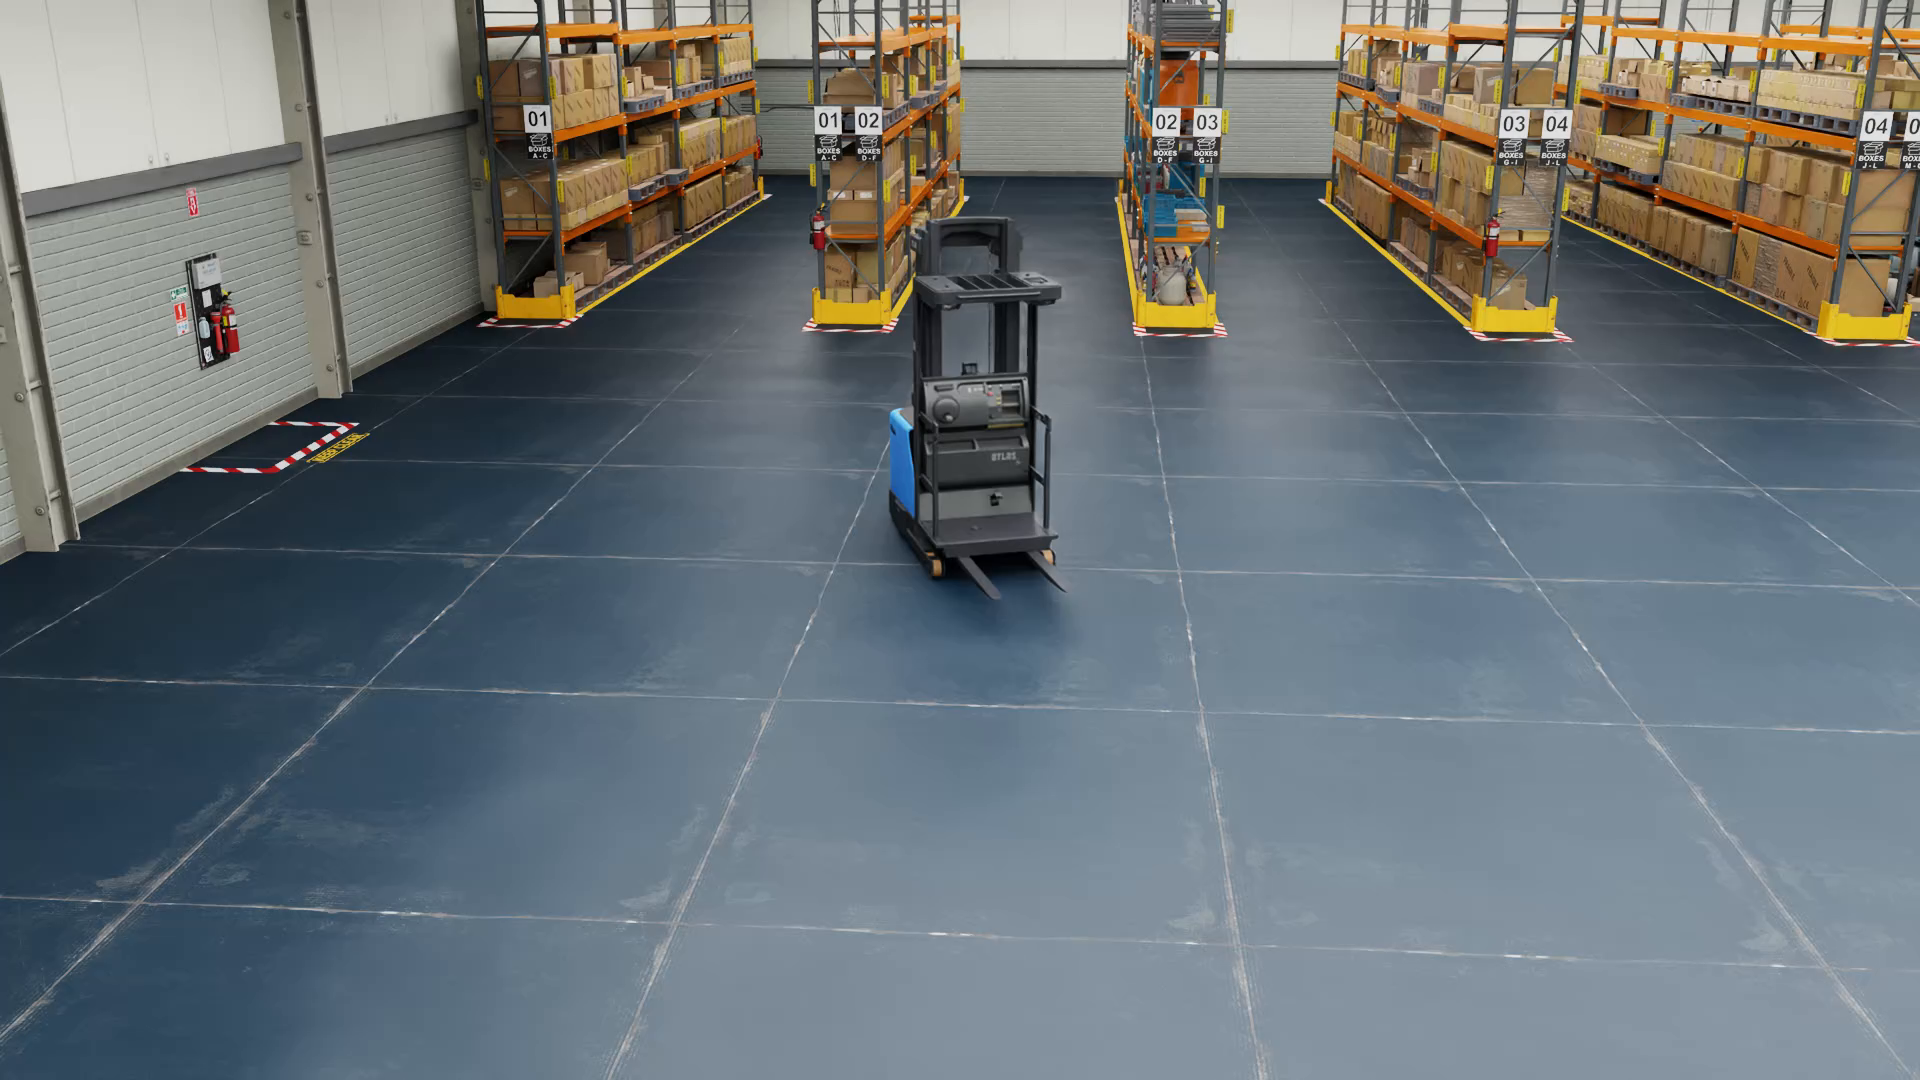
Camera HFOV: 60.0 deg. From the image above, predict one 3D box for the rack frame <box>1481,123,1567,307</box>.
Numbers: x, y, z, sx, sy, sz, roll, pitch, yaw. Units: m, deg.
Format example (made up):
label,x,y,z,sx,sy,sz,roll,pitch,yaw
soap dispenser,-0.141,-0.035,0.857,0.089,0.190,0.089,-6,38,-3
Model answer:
label,x,y,z,sx,sy,sz,roll,pitch,yaw
rack frame,8.236,-4.543,24.299,1.000,3.000,0.127,1,18,4

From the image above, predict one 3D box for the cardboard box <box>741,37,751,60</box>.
label,x,y,z,sx,sy,sz,roll,pitch,yaw
cardboard box,-5.219,-11.569,39.123,0.500,0.500,0.500,1,18,4

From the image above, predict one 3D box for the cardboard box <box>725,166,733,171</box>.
label,x,y,z,sx,sy,sz,roll,pitch,yaw
cardboard box,-5.615,-8.831,39.681,0.380,0.149,0.250,1,18,4

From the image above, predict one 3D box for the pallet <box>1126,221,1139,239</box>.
label,x,y,z,sx,sy,sz,roll,pitch,yaw
pallet,3.975,-6.437,34.556,1.003,0.211,1.213,1,18,4

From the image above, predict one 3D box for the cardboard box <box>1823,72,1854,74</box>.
label,x,y,z,sx,sy,sz,roll,pitch,yaw
cardboard box,13.700,-7.221,25.940,0.380,0.149,0.250,2,18,5

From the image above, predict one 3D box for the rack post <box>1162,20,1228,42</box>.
label,x,y,z,sx,sy,sz,roll,pitch,yaw
rack post,3.477,-7.499,24.488,0.937,0.300,0.954,3,18,10

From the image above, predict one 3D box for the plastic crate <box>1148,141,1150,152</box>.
label,x,y,z,sx,sy,sz,roll,pitch,yaw
plastic crate,4.450,-8.823,37.454,0.437,0.282,0.530,1,18,4

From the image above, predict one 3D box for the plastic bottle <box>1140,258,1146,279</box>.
label,x,y,z,sx,sy,sz,roll,pitch,yaw
plastic bottle,3.098,-4.547,27.856,0.144,0.351,0.185,1,18,2

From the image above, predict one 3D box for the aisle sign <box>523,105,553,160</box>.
label,x,y,z,sx,sy,sz,roll,pitch,yaw
aisle sign,-6.291,-6.081,24.817,0.394,0.787,0.004,1,18,4

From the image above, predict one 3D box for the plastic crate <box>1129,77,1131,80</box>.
label,x,y,z,sx,sy,sz,roll,pitch,yaw
plastic crate,3.903,-10.017,36.454,0.416,0.233,0.300,1,18,4

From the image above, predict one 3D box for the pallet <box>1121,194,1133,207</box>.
label,x,y,z,sx,sy,sz,roll,pitch,yaw
pallet,4.345,-8.043,39.457,1.003,0.211,1.213,1,18,4

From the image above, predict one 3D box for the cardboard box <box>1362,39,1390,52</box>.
label,x,y,z,sx,sy,sz,roll,pitch,yaw
cardboard box,9.229,-10.962,36.870,0.500,0.250,0.500,1,18,2

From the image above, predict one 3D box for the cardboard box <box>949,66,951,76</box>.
label,x,y,z,sx,sy,sz,roll,pitch,yaw
cardboard box,-0.467,-10.385,36.748,0.500,0.250,0.500,1,18,4

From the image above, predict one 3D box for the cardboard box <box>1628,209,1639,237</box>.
label,x,y,z,sx,sy,sz,roll,pitch,yaw
cardboard box,13.577,-6.269,32.905,0.500,0.500,0.500,2,18,6

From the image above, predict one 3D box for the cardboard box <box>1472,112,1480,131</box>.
label,x,y,z,sx,sy,sz,roll,pitch,yaw
cardboard box,8.096,-6.367,25.288,0.500,0.250,0.500,2,18,5

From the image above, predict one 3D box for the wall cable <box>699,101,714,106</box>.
label,x,y,z,sx,sy,sz,roll,pitch,yaw
wall cable,-6.290,-10.746,41.596,0.084,1.984,1.851,1,18,4

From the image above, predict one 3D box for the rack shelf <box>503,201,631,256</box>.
label,x,y,z,sx,sy,sz,roll,pitch,yaw
rack shelf,-6.442,-5.154,27.319,1.077,0.370,4.000,1,18,4

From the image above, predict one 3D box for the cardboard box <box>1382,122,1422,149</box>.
label,x,y,z,sx,sy,sz,roll,pitch,yaw
cardboard box,8.969,-8.190,33.655,0.797,0.503,0.637,2,18,6

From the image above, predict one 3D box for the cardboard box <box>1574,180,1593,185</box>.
label,x,y,z,sx,sy,sz,roll,pitch,yaw
cardboard box,14.463,-8.251,38.563,0.380,0.149,0.250,2,18,5

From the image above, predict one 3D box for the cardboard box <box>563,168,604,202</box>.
label,x,y,z,sx,sy,sz,roll,pitch,yaw
cardboard box,-6.138,-5.785,27.094,0.500,0.500,0.500,2,18,6

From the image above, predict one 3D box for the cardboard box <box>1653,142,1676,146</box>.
label,x,y,z,sx,sy,sz,roll,pitch,yaw
cardboard box,14.090,-7.874,33.236,0.380,0.149,0.250,1,18,3

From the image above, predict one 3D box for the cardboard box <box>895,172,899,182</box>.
label,x,y,z,sx,sy,sz,roll,pitch,yaw
cardboard box,-1.217,-6.035,27.648,0.380,0.149,0.250,1,18,4

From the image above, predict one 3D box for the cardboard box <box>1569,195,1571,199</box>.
label,x,y,z,sx,sy,sz,roll,pitch,yaw
cardboard box,13.995,-7.791,37.636,0.380,0.149,0.250,2,18,7

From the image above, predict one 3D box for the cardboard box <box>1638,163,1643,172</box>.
label,x,y,z,sx,sy,sz,roll,pitch,yaw
cardboard box,13.346,-7.207,32.155,0.380,0.149,0.250,1,18,4

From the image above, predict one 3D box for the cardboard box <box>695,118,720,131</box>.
label,x,y,z,sx,sy,sz,roll,pitch,yaw
cardboard box,-5.503,-9.006,36.043,0.500,0.250,0.500,2,18,5

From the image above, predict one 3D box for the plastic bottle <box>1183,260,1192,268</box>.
label,x,y,z,sx,sy,sz,roll,pitch,yaw
plastic bottle,3.787,-4.480,27.653,0.144,0.351,0.185,1,18,4

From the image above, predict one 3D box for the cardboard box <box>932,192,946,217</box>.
label,x,y,z,sx,sy,sz,roll,pitch,yaw
cardboard box,-0.577,-7.201,35.717,0.500,0.500,0.500,1,18,4

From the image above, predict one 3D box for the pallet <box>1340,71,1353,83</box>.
label,x,y,z,sx,sy,sz,roll,pitch,yaw
pallet,9.341,-10.665,38.307,1.003,0.211,1.213,1,18,4

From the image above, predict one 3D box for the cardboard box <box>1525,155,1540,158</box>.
label,x,y,z,sx,sy,sz,roll,pitch,yaw
cardboard box,8.591,-5.527,25.057,0.500,0.500,0.500,1,18,4

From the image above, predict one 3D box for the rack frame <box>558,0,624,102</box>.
label,x,y,z,sx,sy,sz,roll,pitch,yaw
rack frame,-6.299,-8.968,28.168,1.000,3.000,0.127,1,18,4

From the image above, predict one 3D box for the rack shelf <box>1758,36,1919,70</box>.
label,x,y,z,sx,sy,sz,roll,pitch,yaw
rack shelf,13.320,-7.341,25.001,1.077,0.370,4.000,1,18,4

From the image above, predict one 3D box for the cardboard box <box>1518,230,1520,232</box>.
label,x,y,z,sx,sy,sz,roll,pitch,yaw
cardboard box,8.532,-4.584,24.827,0.380,0.149,0.250,1,18,4

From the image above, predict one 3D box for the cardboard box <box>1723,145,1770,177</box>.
label,x,y,z,sx,sy,sz,roll,pitch,yaw
cardboard box,13.528,-6.480,28.444,0.700,0.500,0.500,1,18,3

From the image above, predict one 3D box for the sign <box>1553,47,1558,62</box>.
label,x,y,z,sx,sy,sz,roll,pitch,yaw
sign,13.782,-11.223,38.464,0.100,0.325,0.005,1,18,4

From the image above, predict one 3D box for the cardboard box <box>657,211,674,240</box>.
label,x,y,z,sx,sy,sz,roll,pitch,yaw
cardboard box,-6.011,-6.156,32.528,0.700,0.500,0.500,2,18,5

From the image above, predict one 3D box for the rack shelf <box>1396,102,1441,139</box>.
label,x,y,z,sx,sy,sz,roll,pitch,yaw
rack shelf,8.667,-7.490,29.631,1.077,0.370,4.000,1,18,4

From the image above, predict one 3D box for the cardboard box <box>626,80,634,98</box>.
label,x,y,z,sx,sy,sz,roll,pitch,yaw
cardboard box,-6.135,-8.059,29.680,0.500,0.311,0.500,2,18,6

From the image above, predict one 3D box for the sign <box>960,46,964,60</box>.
label,x,y,z,sx,sy,sz,roll,pitch,yaw
sign,0.055,-11.563,39.481,0.100,0.325,0.005,1,18,4

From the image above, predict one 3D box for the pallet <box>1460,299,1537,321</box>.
label,x,y,z,sx,sy,sz,roll,pitch,yaw
pallet,8.335,-3.493,25.572,1.003,0.211,1.213,1,18,4

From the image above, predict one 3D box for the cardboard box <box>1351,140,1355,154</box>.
label,x,y,z,sx,sy,sz,roll,pitch,yaw
cardboard box,8.901,-8.644,36.577,0.500,0.250,0.500,2,18,6

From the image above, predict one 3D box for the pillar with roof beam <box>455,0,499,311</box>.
label,x,y,z,sx,sy,sz,roll,pitch,yaw
pillar with roof beam,-3.104,-7.867,24.806,9.100,9.000,0.400,1,18,4

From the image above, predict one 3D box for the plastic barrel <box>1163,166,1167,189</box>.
label,x,y,z,sx,sy,sz,roll,pitch,yaw
plastic barrel,3.979,-6.737,30.812,0.421,0.512,0.421,0,18,0

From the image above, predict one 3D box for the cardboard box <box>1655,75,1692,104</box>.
label,x,y,z,sx,sy,sz,roll,pitch,yaw
cardboard box,13.537,-8.542,31.524,0.500,0.500,0.500,1,18,4

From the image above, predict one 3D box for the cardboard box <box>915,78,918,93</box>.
label,x,y,z,sx,sy,sz,roll,pitch,yaw
cardboard box,-1.067,-8.499,31.119,0.500,0.250,0.500,2,18,5

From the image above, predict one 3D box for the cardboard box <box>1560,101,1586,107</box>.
label,x,y,z,sx,sy,sz,roll,pitch,yaw
cardboard box,13.997,-9.744,37.927,0.500,0.500,0.500,2,18,6

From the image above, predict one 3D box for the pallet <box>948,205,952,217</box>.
label,x,y,z,sx,sy,sz,roll,pitch,yaw
pallet,-0.734,-7.381,37.436,1.003,0.211,1.213,1,18,4

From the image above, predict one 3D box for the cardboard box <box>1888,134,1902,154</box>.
label,x,y,z,sx,sy,sz,roll,pitch,yaw
cardboard box,18.541,-7.810,32.500,0.500,0.500,0.500,1,18,4

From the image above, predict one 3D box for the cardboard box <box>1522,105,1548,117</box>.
label,x,y,z,sx,sy,sz,roll,pitch,yaw
cardboard box,8.497,-6.327,24.525,0.380,0.149,0.250,1,18,3

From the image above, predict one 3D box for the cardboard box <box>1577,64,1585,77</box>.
label,x,y,z,sx,sy,sz,roll,pitch,yaw
cardboard box,13.913,-10.356,36.658,0.500,0.250,0.500,1,18,2

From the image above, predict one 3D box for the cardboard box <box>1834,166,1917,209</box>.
label,x,y,z,sx,sy,sz,roll,pitch,yaw
cardboard box,13.242,-5.100,24.022,0.875,0.550,0.550,1,18,4

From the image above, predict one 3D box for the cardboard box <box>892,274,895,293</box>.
label,x,y,z,sx,sy,sz,roll,pitch,yaw
cardboard box,-1.315,-4.131,26.781,0.500,0.250,0.500,1,18,4

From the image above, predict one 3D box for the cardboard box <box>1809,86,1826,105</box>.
label,x,y,z,sx,sy,sz,roll,pitch,yaw
cardboard box,13.006,-6.613,24.727,0.500,0.250,0.500,1,18,4

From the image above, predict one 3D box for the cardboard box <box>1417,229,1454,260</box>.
label,x,y,z,sx,sy,sz,roll,pitch,yaw
cardboard box,8.681,-5.319,29.972,0.700,0.500,0.500,0,18,-1

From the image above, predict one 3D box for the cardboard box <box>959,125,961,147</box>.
label,x,y,z,sx,sy,sz,roll,pitch,yaw
cardboard box,-0.258,-9.637,39.684,0.500,0.500,0.500,2,18,6

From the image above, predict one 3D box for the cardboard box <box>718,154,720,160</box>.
label,x,y,z,sx,sy,sz,roll,pitch,yaw
cardboard box,-5.467,-8.381,36.381,0.380,0.149,0.250,1,18,4

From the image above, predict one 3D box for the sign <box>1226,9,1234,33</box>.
label,x,y,z,sx,sy,sz,roll,pitch,yaw
sign,3.845,-7.392,23.693,0.100,0.325,0.005,1,18,4

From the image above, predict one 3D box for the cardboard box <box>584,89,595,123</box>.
label,x,y,z,sx,sy,sz,roll,pitch,yaw
cardboard box,-6.188,-6.950,26.633,0.500,0.500,0.500,2,18,7

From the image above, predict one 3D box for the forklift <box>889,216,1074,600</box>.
label,x,y,z,sx,sy,sz,roll,pitch,yaw
forklift,0.200,-1.198,14.200,1.130,2.935,3.031,-5,19,-14
